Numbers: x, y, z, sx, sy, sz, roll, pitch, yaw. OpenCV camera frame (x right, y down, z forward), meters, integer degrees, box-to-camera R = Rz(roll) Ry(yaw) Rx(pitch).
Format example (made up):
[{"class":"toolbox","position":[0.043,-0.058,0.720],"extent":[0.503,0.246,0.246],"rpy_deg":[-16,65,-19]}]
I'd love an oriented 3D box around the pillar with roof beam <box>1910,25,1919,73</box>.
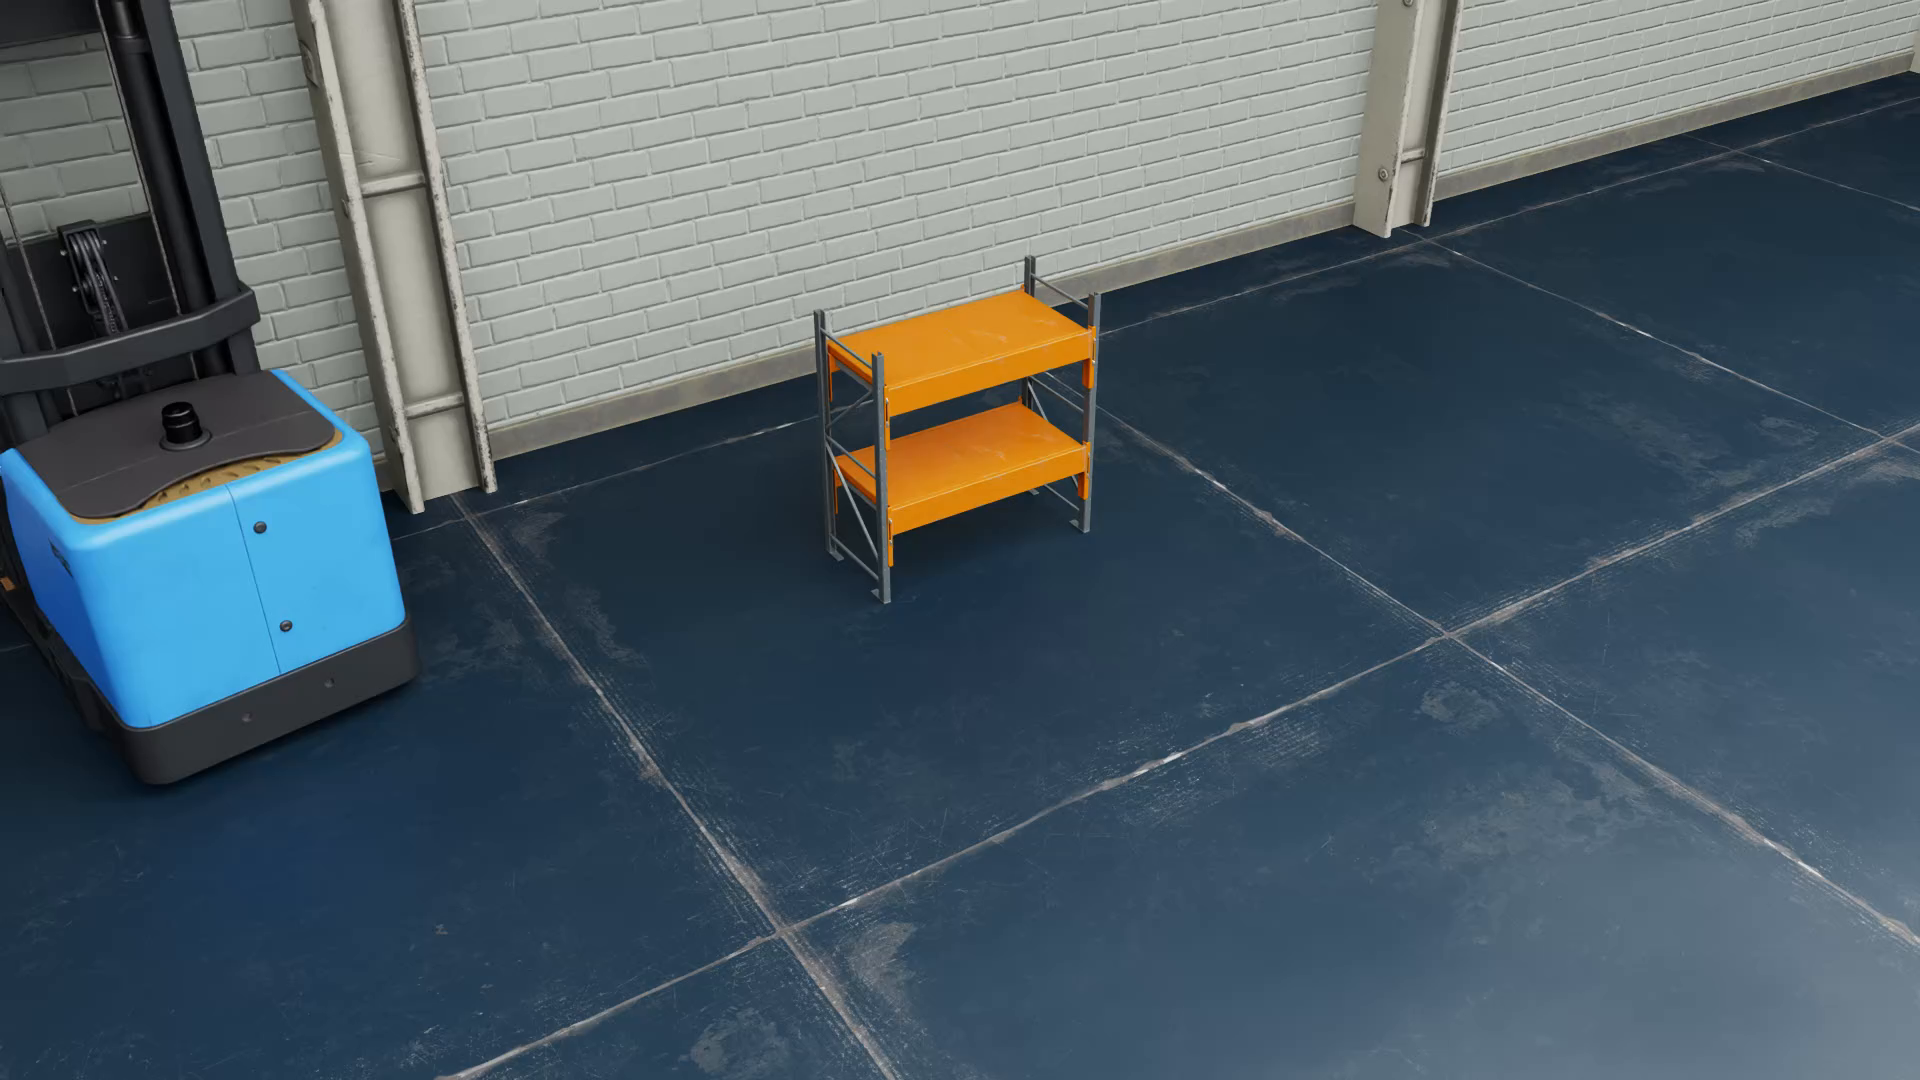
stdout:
[{"class":"pillar with roof beam","position":[10.055,-5.584,7.668],"extent":[0.400,9.000,9.100],"rpy_deg":[-19,37,-27]}]

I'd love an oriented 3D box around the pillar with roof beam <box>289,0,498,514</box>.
[{"class":"pillar with roof beam","position":[-0.031,-2.115,2.169],"extent":[0.400,9.000,9.100],"rpy_deg":[-19,37,-27]}]

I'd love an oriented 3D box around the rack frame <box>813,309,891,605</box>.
[{"class":"rack frame","position":[-0.433,-0.327,6.714],"extent":[0.032,1.125,0.500],"rpy_deg":[-19,37,-27]}]

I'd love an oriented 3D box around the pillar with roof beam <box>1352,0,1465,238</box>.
[{"class":"pillar with roof beam","position":[5.012,-3.850,4.918],"extent":[0.400,9.000,9.100],"rpy_deg":[-19,37,-27]}]

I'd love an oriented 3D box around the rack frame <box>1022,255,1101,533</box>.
[{"class":"rack frame","position":[0.422,-0.621,7.180],"extent":[0.032,1.125,0.500],"rpy_deg":[-19,37,-27]}]

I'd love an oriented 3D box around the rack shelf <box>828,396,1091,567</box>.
[{"class":"rack shelf","position":[-0.006,-0.267,7.077],"extent":[1.000,0.278,0.538],"rpy_deg":[-19,37,-27]}]

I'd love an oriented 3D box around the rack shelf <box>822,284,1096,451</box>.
[{"class":"rack shelf","position":[-0.006,-0.721,6.791],"extent":[1.000,0.278,0.538],"rpy_deg":[-19,37,-27]}]

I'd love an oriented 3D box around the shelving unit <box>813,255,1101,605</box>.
[{"class":"shelving unit","position":[-0.006,-0.474,6.947],"extent":[1.048,1.125,0.538],"rpy_deg":[-19,37,-27]}]

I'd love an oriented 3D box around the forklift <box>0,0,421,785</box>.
[{"class":"forklift","position":[-3.406,-1.096,6.241],"extent":[1.130,2.935,3.031],"rpy_deg":[-25,40,-34]}]
